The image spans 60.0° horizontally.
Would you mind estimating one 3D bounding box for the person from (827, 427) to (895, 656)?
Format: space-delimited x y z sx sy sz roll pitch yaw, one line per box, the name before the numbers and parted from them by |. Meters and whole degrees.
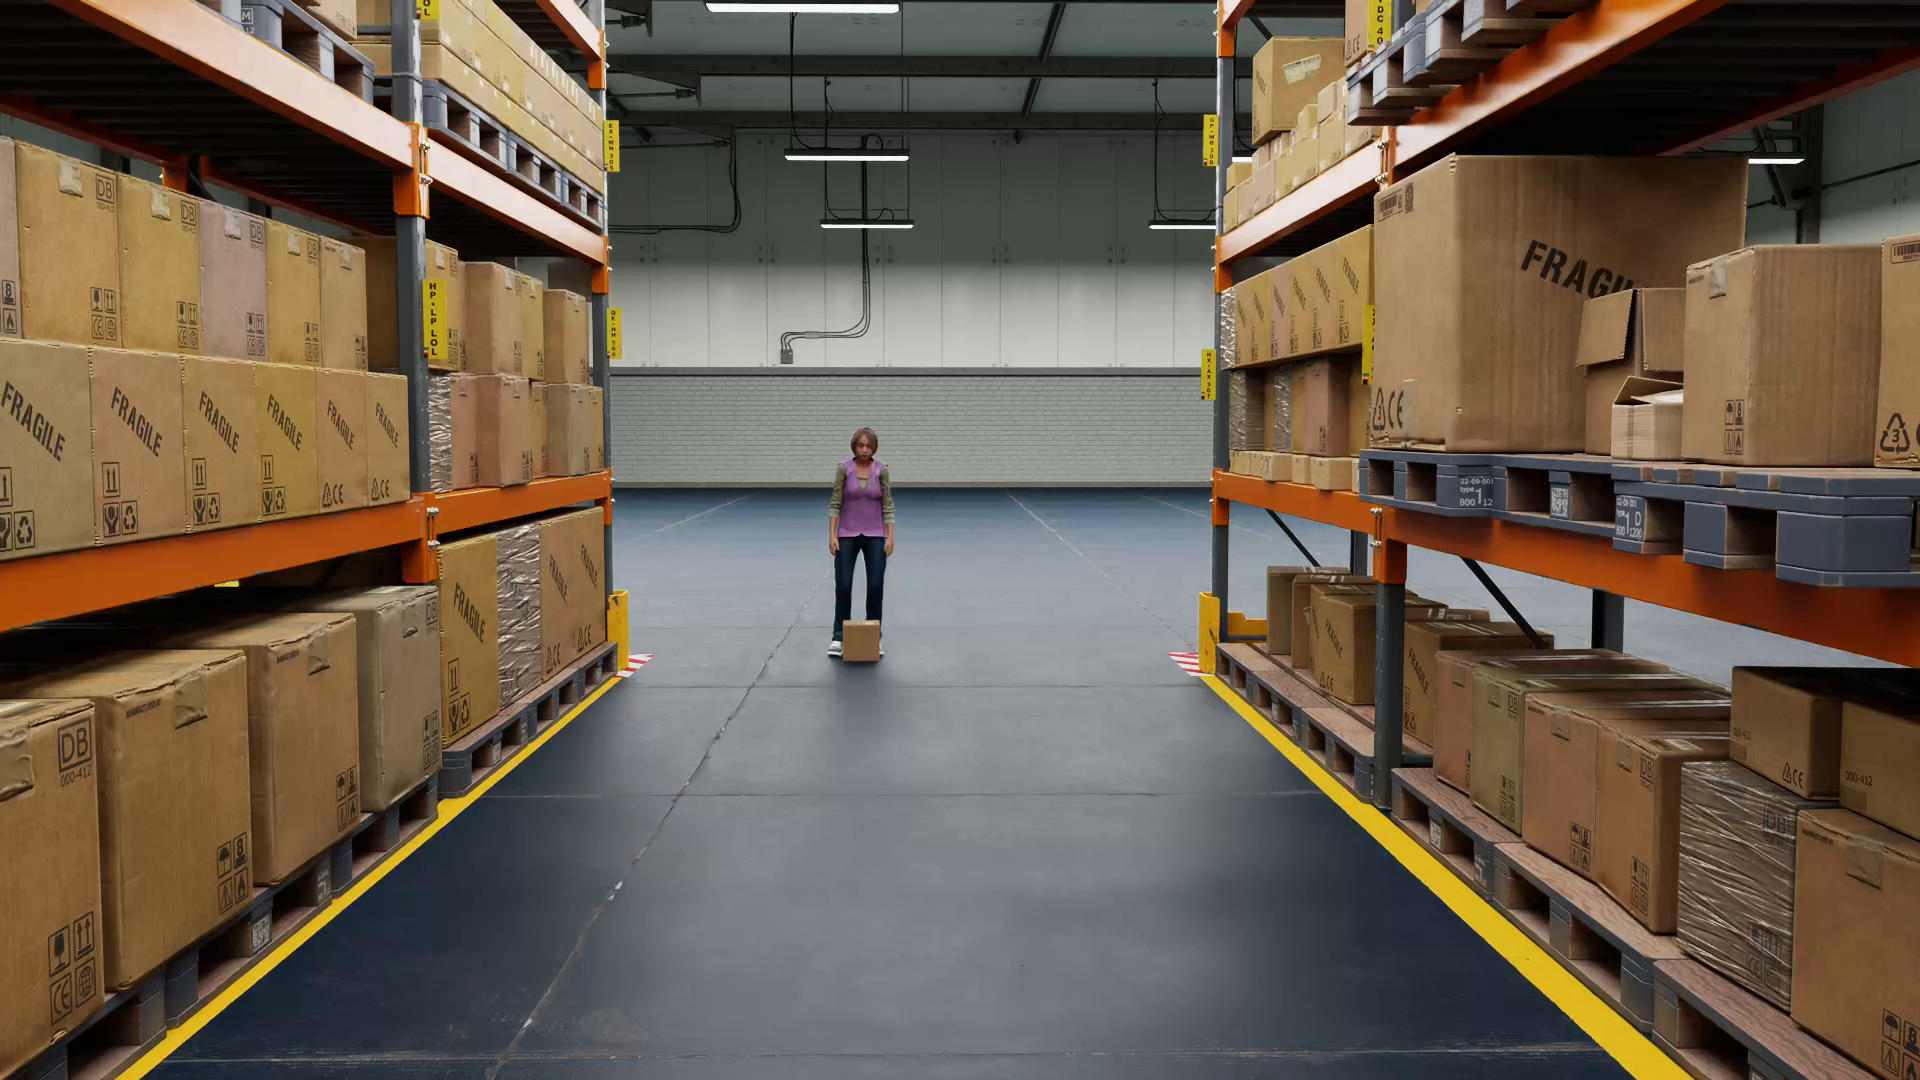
person | -0.693 0.008 11.632 0.477 1.592 0.347 0 4 -5
